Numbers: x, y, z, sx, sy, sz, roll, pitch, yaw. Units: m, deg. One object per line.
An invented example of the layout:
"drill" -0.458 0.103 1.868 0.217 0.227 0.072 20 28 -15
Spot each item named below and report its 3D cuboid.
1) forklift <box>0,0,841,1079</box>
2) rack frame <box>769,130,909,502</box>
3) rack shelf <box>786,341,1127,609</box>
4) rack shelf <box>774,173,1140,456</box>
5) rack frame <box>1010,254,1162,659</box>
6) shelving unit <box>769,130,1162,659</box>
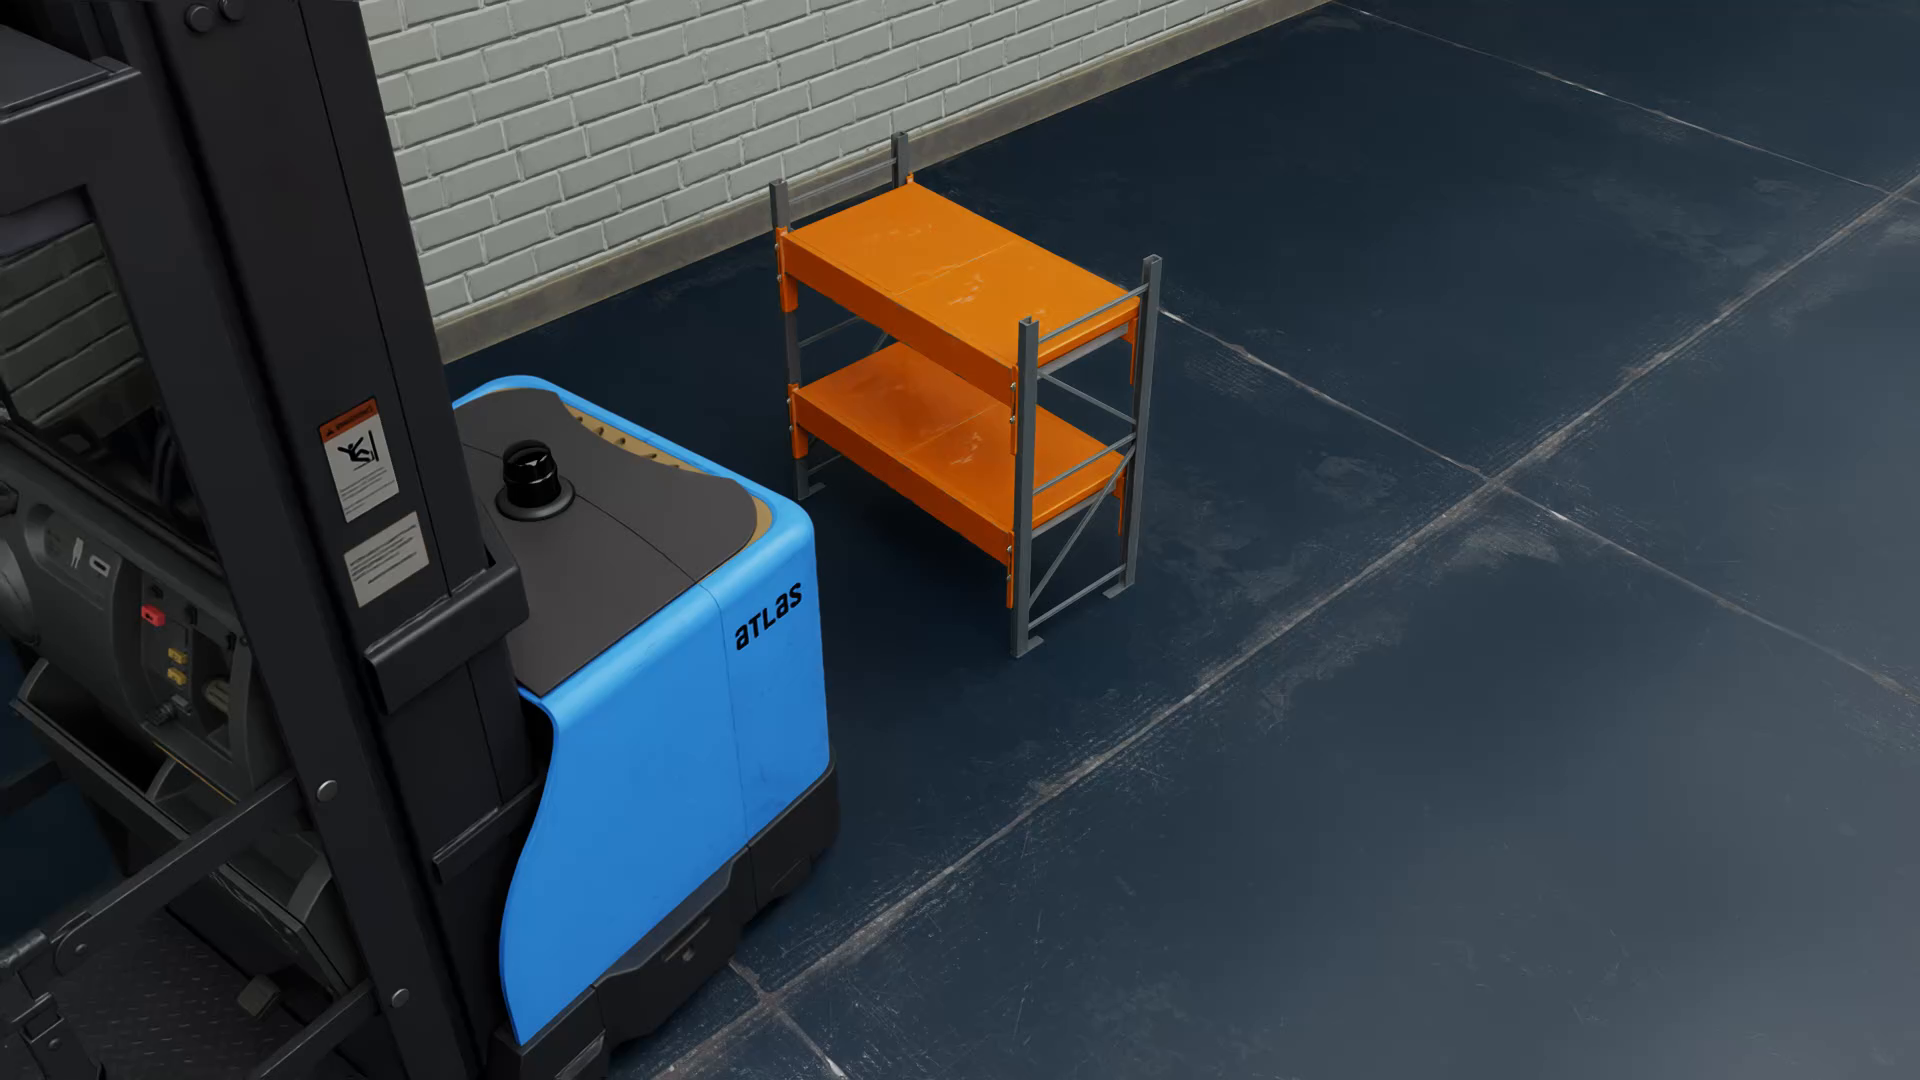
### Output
"forklift" -1.592 0.189 2.683 1.130 2.935 3.031 25 45 28
"rack frame" -0.348 -0.676 5.192 0.500 1.125 0.032 -30 48 -32
"rack shelf" -0.005 -0.251 5.054 0.538 0.278 1.000 -30 48 -32
"rack shelf" -0.005 -0.668 4.717 0.538 0.278 1.000 -30 48 -32
"rack frame" 0.339 -0.205 4.609 0.500 1.125 0.032 -30 48 -32
"shelving unit" -0.005 -0.441 4.900 0.538 1.125 1.048 -30 48 -32
